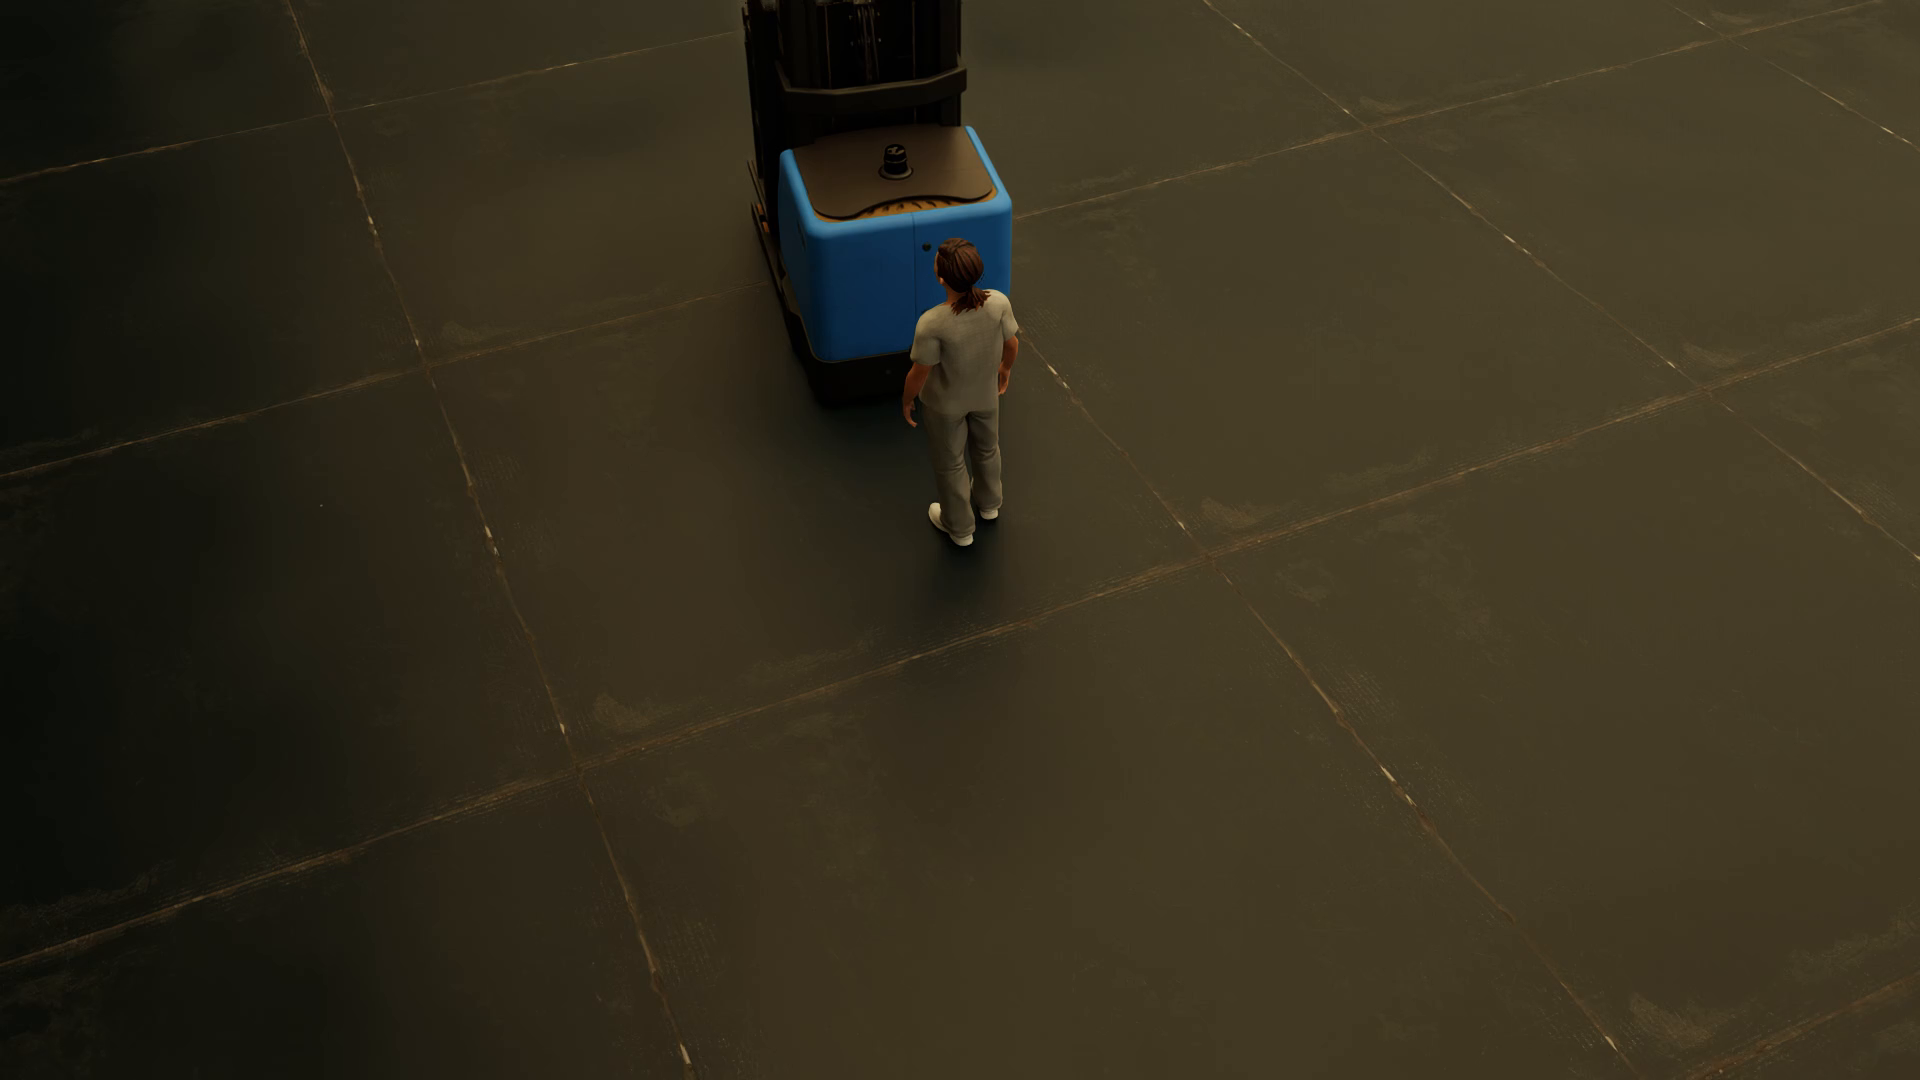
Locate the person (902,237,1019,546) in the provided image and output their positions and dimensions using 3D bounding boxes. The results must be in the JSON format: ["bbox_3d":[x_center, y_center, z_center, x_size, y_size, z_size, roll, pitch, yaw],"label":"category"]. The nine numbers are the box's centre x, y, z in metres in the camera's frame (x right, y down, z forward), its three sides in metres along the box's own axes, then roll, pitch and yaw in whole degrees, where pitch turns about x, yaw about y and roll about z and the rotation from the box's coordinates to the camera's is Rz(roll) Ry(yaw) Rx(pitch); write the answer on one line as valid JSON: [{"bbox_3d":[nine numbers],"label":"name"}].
[{"bbox_3d":[-0.019,-0.668,7.305,0.550,1.673,0.548,-18,46,-18],"label":"person"}]

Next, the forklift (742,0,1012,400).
[{"bbox_3d":[-0.595,-2.806,8.687,1.130,2.935,3.031,-10,44,-11],"label":"forklift"}]
